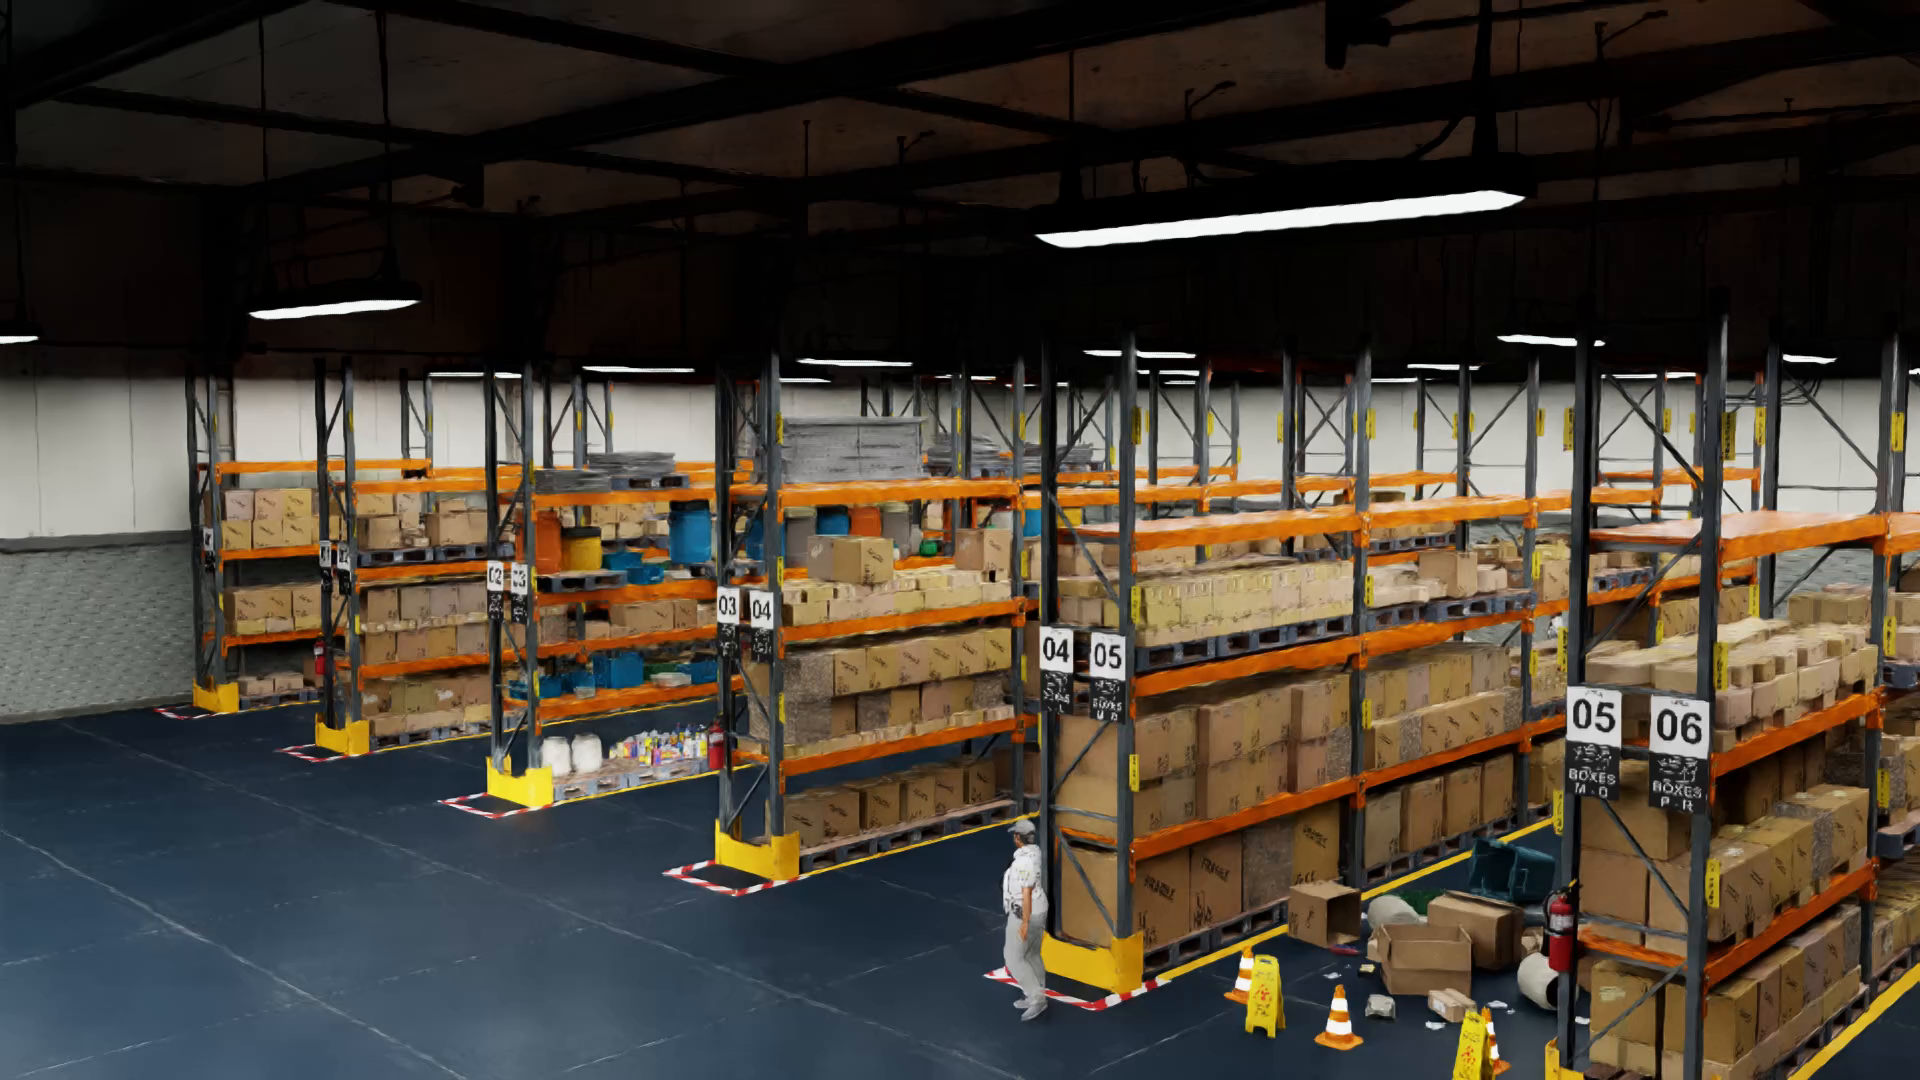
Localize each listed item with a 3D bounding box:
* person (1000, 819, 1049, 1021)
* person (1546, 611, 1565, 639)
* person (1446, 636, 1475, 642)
[{"bbox_3d":[0.560,3.235,14.293,0.402,1.658,0.598,1,4,13],"label":"person"},{"bbox_3d":[10.921,2.010,30.311,0.451,1.653,0.619,1,4,12],"label":"person"},{"bbox_3d":[8.317,2.205,27.618,0.682,1.704,0.542,4,6,41],"label":"person"}]
